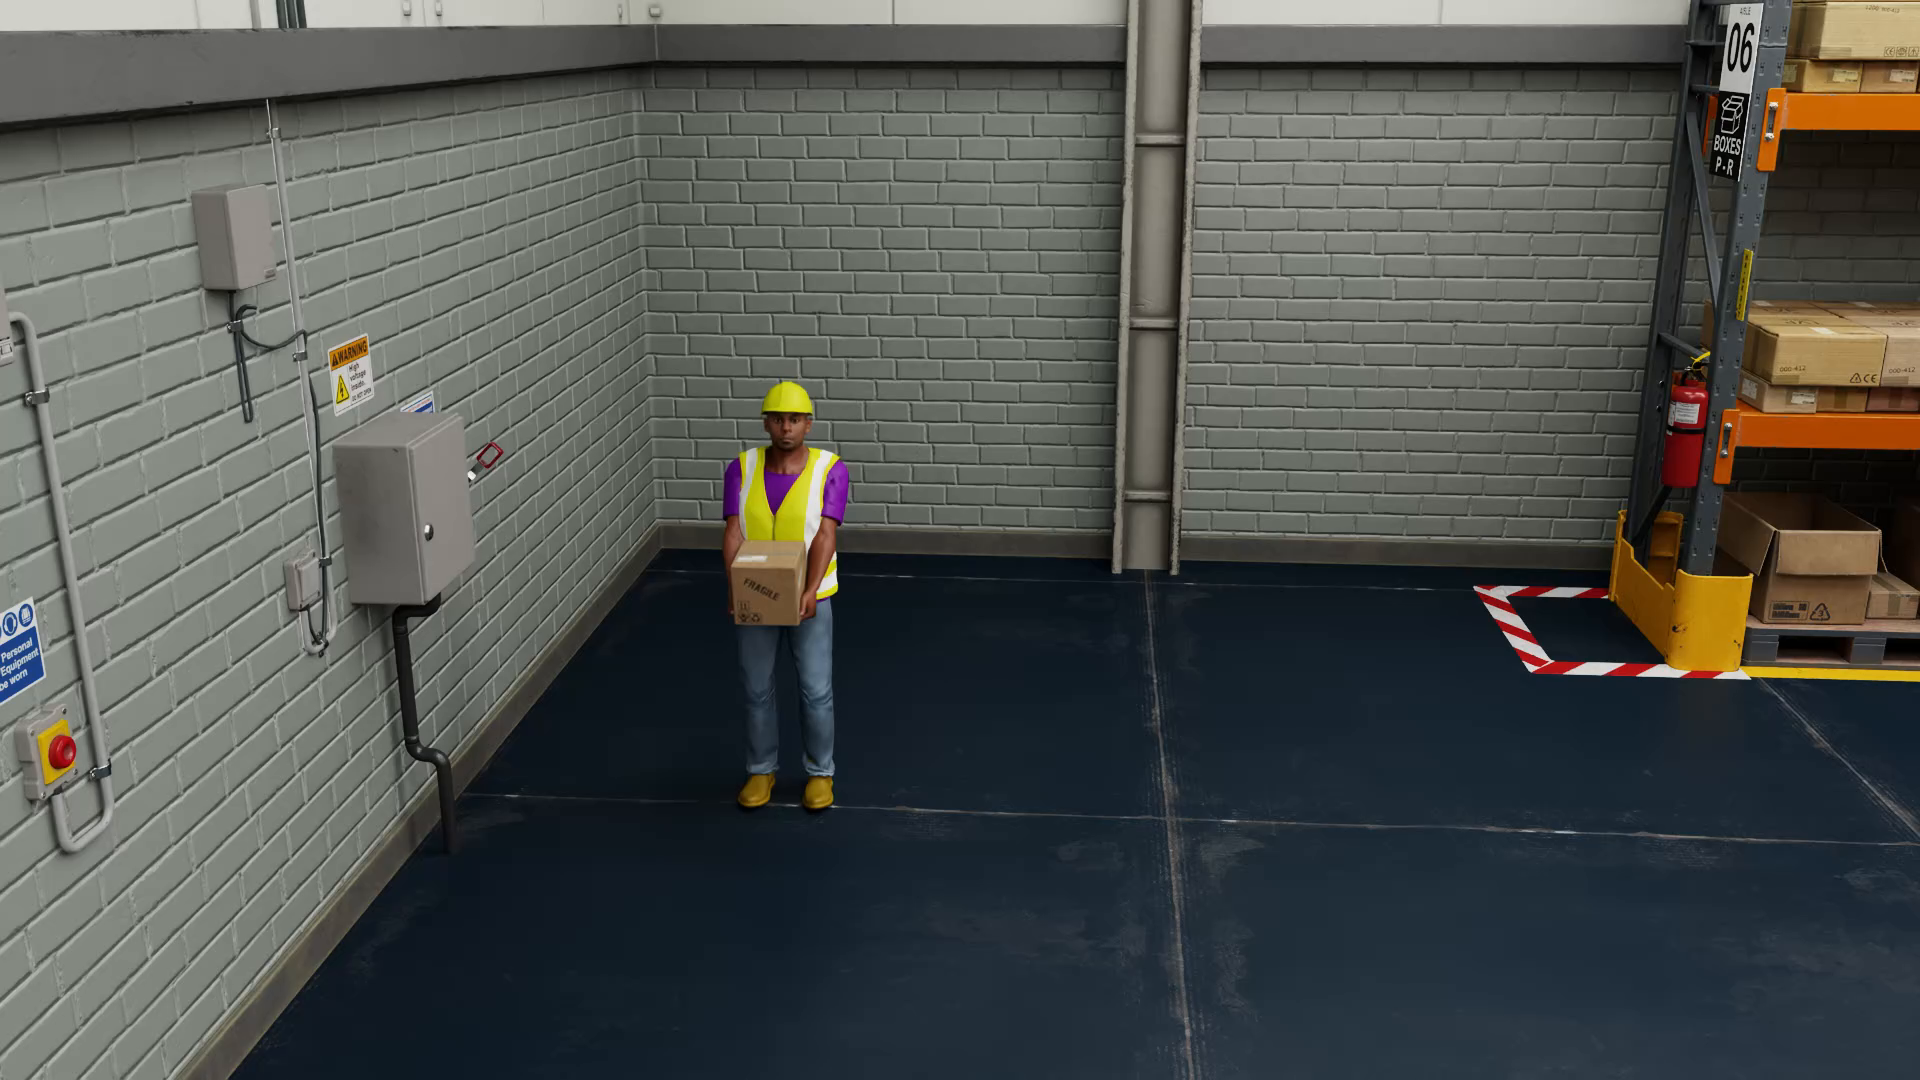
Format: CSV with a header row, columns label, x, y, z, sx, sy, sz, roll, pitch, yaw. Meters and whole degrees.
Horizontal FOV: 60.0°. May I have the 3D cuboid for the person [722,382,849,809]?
label,x,y,z,sx,sy,sz,roll,pitch,yaw
person,-0.709,0.258,6.694,0.502,1.761,0.577,1,17,4
